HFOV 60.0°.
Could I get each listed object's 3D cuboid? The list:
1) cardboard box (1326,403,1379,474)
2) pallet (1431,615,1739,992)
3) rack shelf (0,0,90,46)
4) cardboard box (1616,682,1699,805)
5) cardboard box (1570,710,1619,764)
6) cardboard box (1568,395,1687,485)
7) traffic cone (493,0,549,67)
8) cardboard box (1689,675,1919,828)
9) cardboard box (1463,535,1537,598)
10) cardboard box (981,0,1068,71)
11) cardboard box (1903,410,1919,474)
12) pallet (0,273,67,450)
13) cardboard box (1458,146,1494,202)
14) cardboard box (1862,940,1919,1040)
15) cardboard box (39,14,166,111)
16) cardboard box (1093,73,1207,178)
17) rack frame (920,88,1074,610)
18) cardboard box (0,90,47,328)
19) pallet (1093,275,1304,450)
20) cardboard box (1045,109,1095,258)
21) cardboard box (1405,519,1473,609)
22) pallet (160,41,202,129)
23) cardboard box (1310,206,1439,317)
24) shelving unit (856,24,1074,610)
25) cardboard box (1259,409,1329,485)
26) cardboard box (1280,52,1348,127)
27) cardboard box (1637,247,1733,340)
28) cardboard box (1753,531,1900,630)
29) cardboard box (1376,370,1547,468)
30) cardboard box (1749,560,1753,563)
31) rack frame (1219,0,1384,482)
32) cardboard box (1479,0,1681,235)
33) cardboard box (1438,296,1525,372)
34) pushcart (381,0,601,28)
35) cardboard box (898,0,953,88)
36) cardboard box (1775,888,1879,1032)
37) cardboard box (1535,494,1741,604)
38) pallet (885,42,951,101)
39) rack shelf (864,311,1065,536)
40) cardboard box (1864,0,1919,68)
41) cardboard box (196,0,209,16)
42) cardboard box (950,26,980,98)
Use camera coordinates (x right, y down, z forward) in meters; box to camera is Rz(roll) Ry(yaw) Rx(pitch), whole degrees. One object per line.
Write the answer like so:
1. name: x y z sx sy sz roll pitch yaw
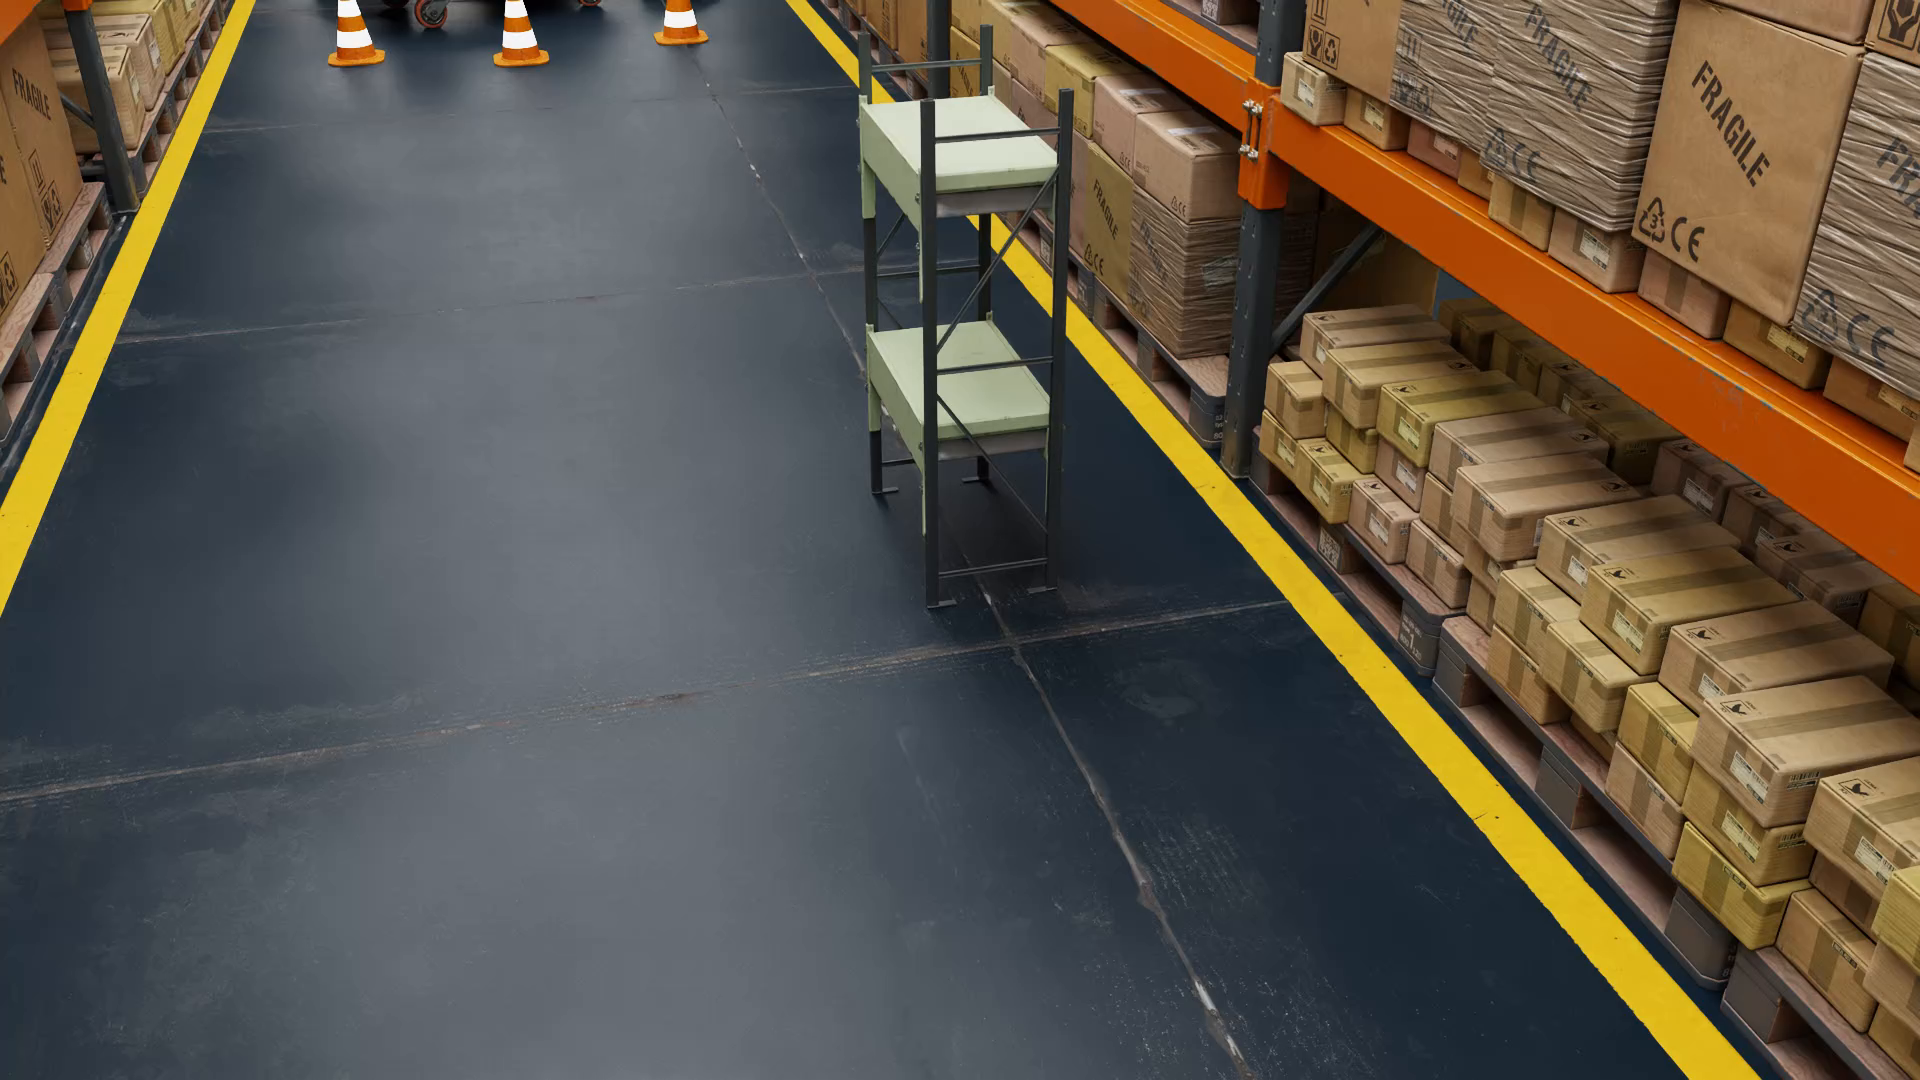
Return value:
1. cardboard box: 1.326 -0.338 4.969 0.380 0.149 0.250 -8 31 -13
2. pallet: 1.925 0.528 4.127 1.003 0.211 1.213 -8 31 -13
3. rack shelf: -3.892 -1.537 5.628 1.077 0.370 4.000 -8 31 -13
4. cardboard box: 1.692 0.424 3.653 0.380 0.149 0.250 -6 31 -11
5. cardboard box: 1.699 0.420 3.957 0.380 0.149 0.250 -7 31 -12
6. cardboard box: 1.903 -0.284 4.579 0.380 0.149 0.250 -7 31 -12
7. traffic cone: -2.764 -3.228 10.365 0.336 0.463 0.334 -8 31 -13
8. cardboard box: 1.726 0.423 3.358 0.380 0.149 0.250 -7 31 -11
9. cardboard box: 1.545 0.042 4.313 0.380 0.149 0.250 -6 31 -11
10. cardboard box: 0.407 -2.335 7.618 0.500 0.250 0.500 -8 31 -14
11. cardboard box: 1.845 -0.164 2.789 0.380 0.149 0.250 -9 31 -15
12. pallet: -3.966 -0.628 6.124 1.003 0.211 1.213 -8 31 -13
13. cardboard box: 1.473 -0.931 4.115 0.380 0.149 0.250 -9 31 -15
14. cardboard box: 1.892 0.799 3.006 0.380 0.149 0.250 -9 31 -15
15. cardboard box: -4.767 -2.488 8.758 0.950 0.372 0.625 -8 31 -14
16. cardboard box: 0.820 -1.590 6.329 0.500 0.250 0.500 -6 31 -11
17. rack frame: 0.095 -0.476 4.574 0.400 1.500 0.023 -8 31 -13
18. cardboard box: -4.087 -1.300 6.204 0.875 0.875 0.875 -7 31 -13
19. pallet: 1.177 -0.758 6.349 1.003 0.211 1.213 -8 31 -13
20. cardboard box: 0.678 -1.509 6.939 0.500 0.500 0.500 -9 31 -14
21. cardboard box: 1.474 0.039 4.614 0.380 0.149 0.250 -8 31 -14
22. pallet: -4.949 -2.573 9.484 1.003 0.211 1.213 -8 31 -13
23. cardboard box: 1.444 -1.081 6.199 0.500 0.500 0.500 -7 31 -11
24. shelving unit: -0.002 -0.652 4.880 0.431 1.500 0.755 -8 31 -13
25. cardboard box: 1.172 -0.318 5.232 0.380 0.149 0.250 -9 31 -15
26. cardboard box: 1.144 -1.300 4.752 0.380 0.149 0.250 -7 31 -11
27. cardboard box: 1.657 -0.547 3.451 0.380 0.149 0.250 -7 31 -11
28. cardboard box: 2.108 0.098 3.920 0.380 0.149 0.250 -8 31 -13
29. cardboard box: 1.407 -0.344 4.683 0.380 0.149 0.250 -8 31 -14
30. cardboard box: 2.057 0.087 4.235 0.380 0.149 0.250 -9 31 -16
31. rack frame: 1.385 -1.589 5.001 1.000 3.000 0.127 -8 31 -13
32. cardboard box: 1.510 -1.002 3.590 0.500 0.500 0.500 -9 31 -14
33. cardboard box: 1.730 -0.657 5.224 0.380 0.149 0.250 -7 31 -12
34. pushcart: -3.299 -3.938 11.677 1.648 0.377 0.936 -20 35 -30
35. cardboard box: 0.248 -3.035 9.326 1.050 0.750 0.750 -8 31 -14
36. cardboard box: 1.875 0.801 3.298 0.380 0.149 0.250 -8 31 -13
37. cardboard box: 1.639 0.033 4.031 0.380 0.149 0.250 -9 31 -15
38. pallet: 0.186 -2.705 9.712 1.003 0.211 1.213 -8 31 -13
39. rack shelf: -0.002 -0.370 5.043 0.431 0.370 0.720 -8 31 -13
40. cardboard box: 1.804 -0.944 2.492 0.500 0.500 0.500 -6 31 -11
41. cardboard box: -5.343 -3.537 10.571 0.950 0.372 0.625 -7 31 -13
42. cardboard box: 0.265 -2.245 8.211 0.500 0.500 0.500 -9 31 -15
